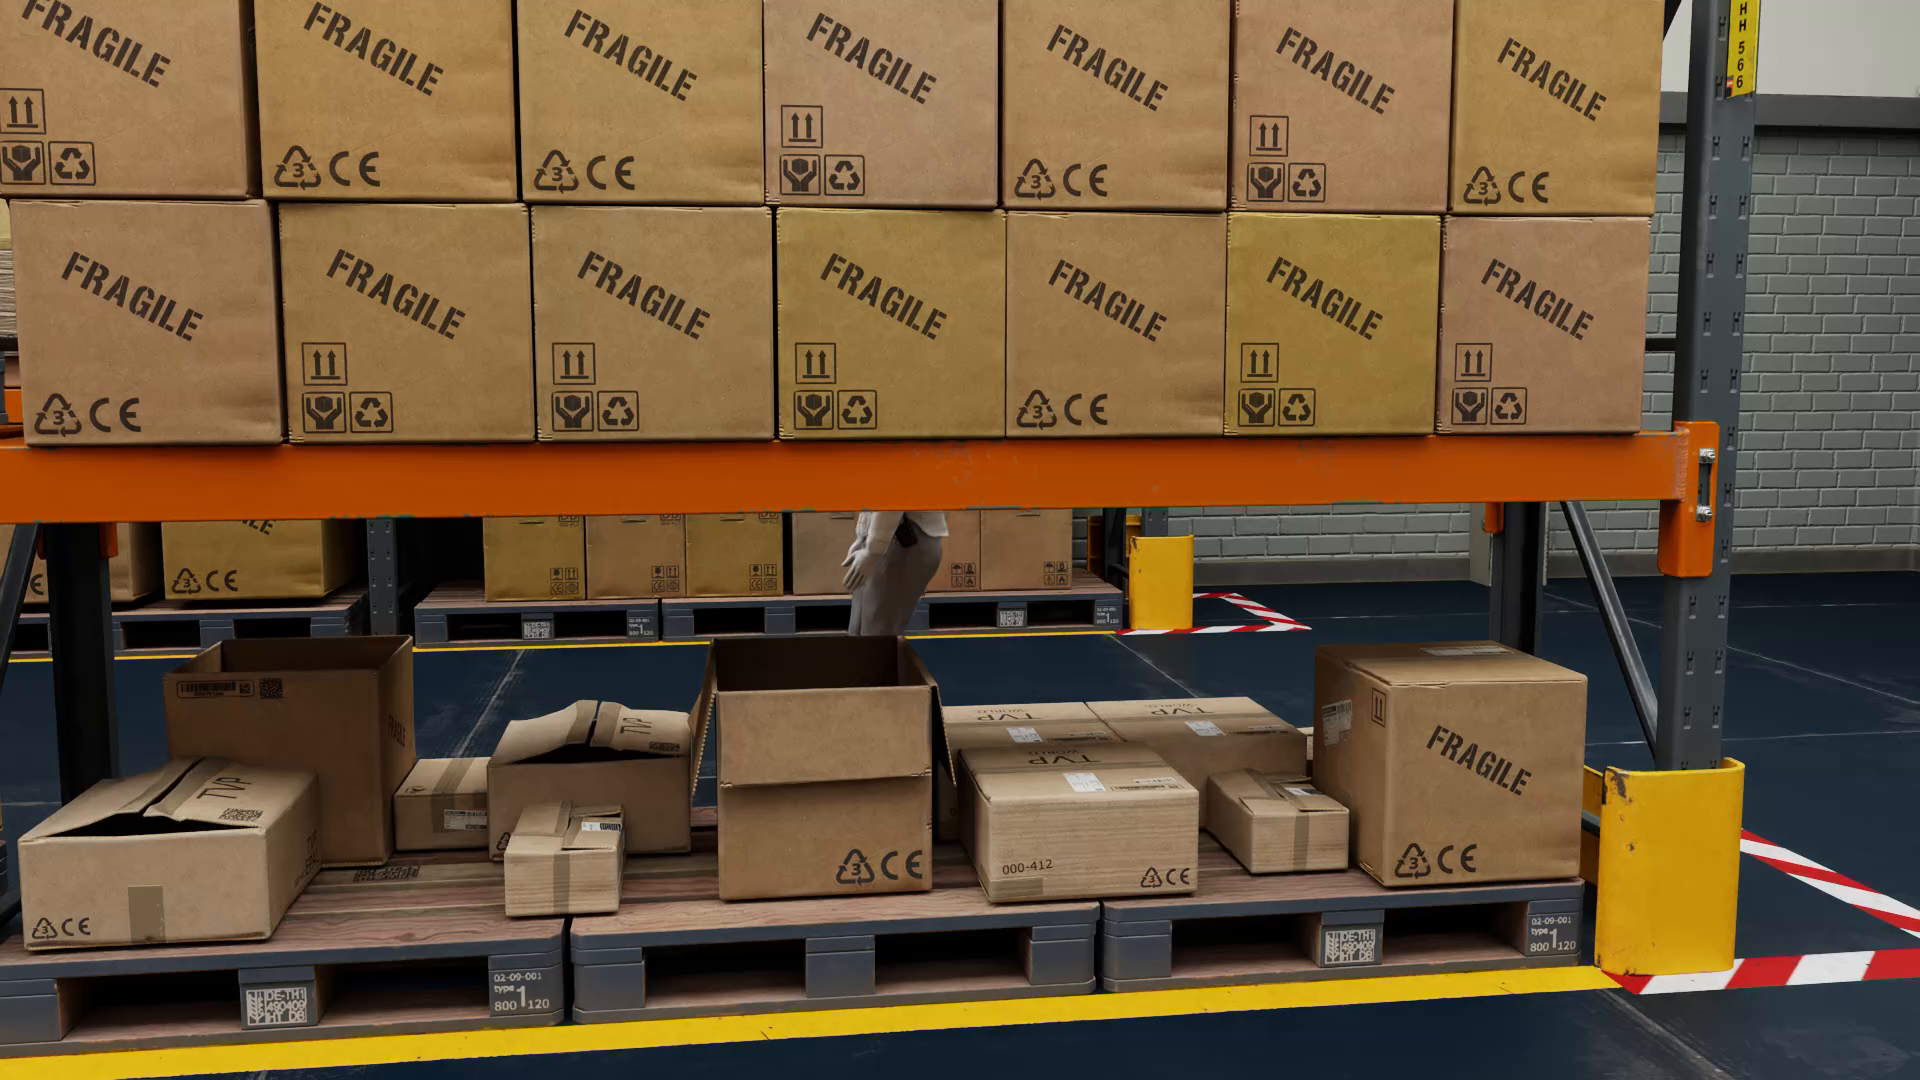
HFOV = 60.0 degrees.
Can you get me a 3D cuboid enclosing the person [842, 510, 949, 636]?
[{"bbox_3d":[-0.254,0.034,5.720,0.428,1.635,0.496,-1,7,-9],"label":"person"}]
